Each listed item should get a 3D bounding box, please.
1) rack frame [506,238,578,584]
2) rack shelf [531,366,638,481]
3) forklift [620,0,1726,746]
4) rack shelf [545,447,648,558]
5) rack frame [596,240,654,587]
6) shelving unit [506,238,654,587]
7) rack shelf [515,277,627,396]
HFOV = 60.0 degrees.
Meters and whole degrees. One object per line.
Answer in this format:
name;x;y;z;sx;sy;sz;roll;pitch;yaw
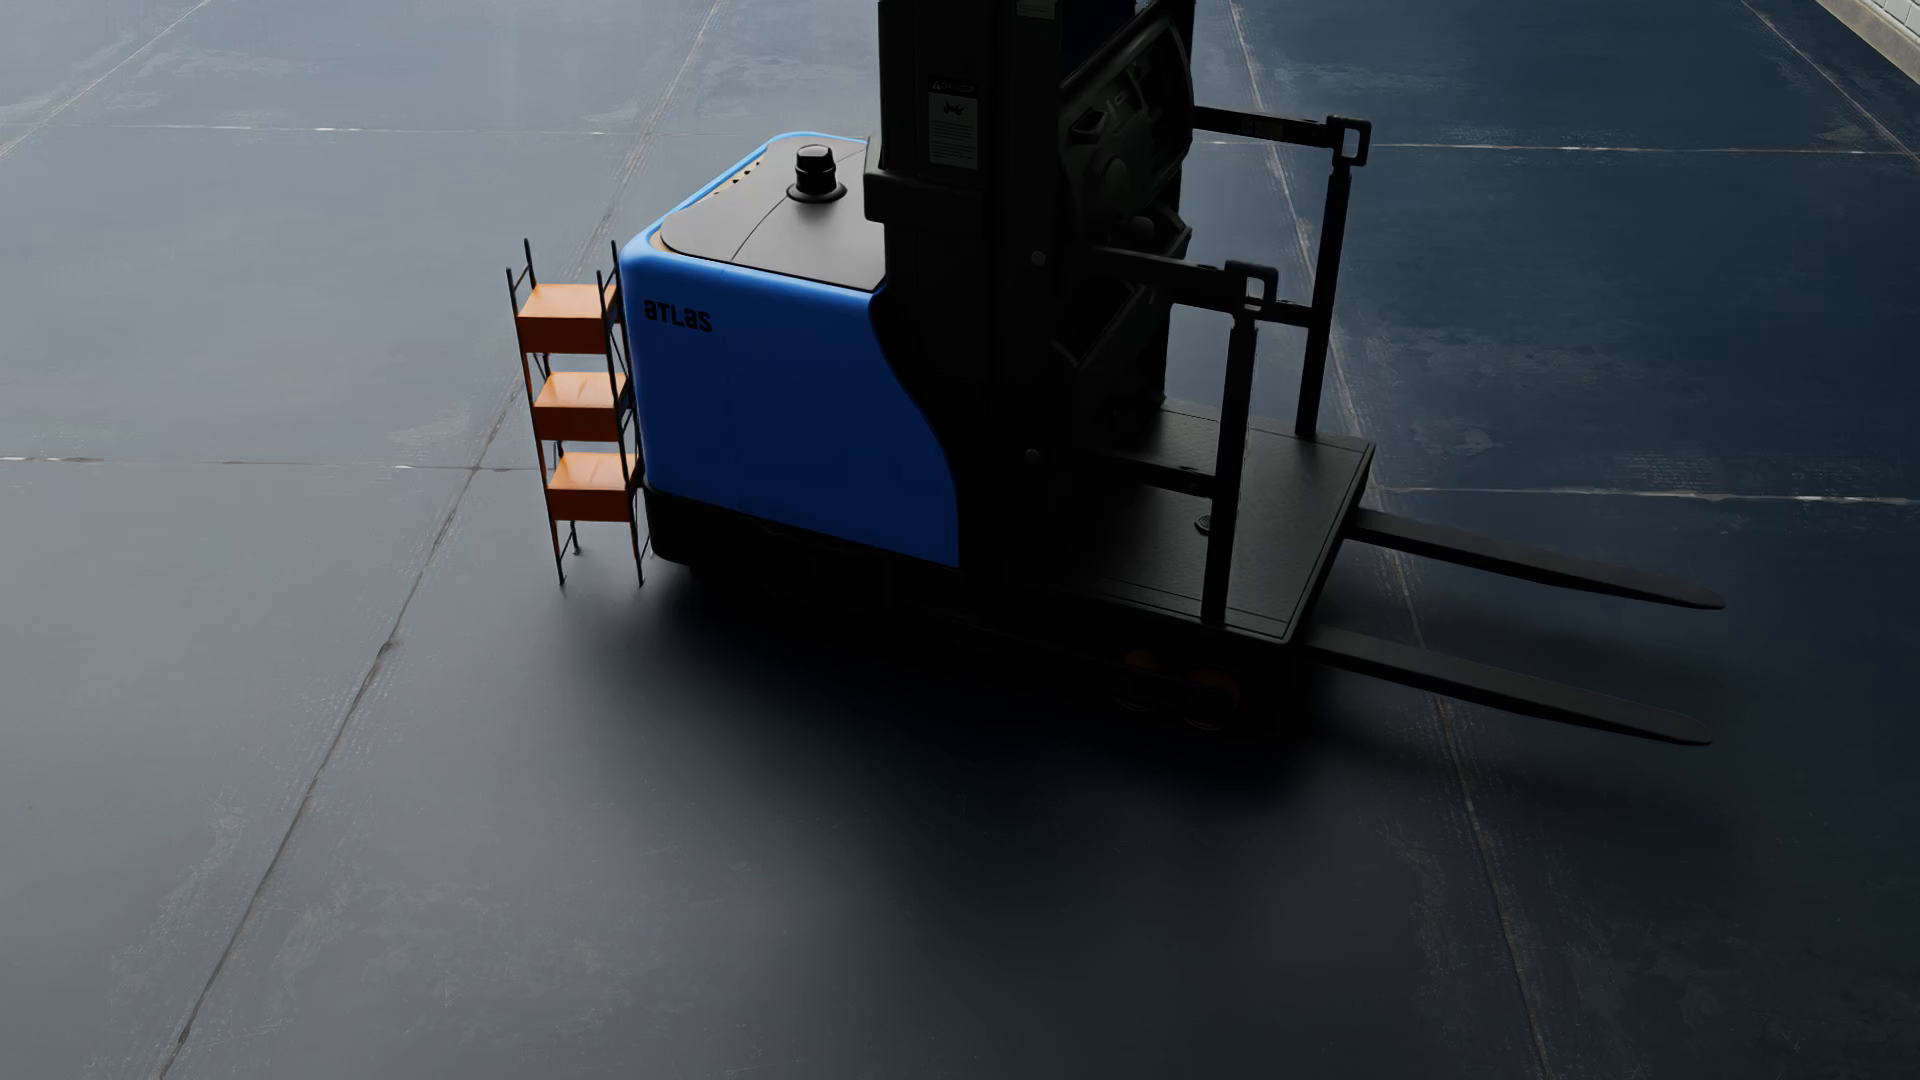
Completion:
rack frame;-1.208;-0.353;4.839;0.008;1.050;0.200;2;35;2
rack shelf;-1.086;-0.340;4.840;0.240;0.259;0.215;2;35;2
forklift;0.615;-1.031;4.168;3.031;2.935;1.130;14;37;19
rack shelf;-1.086;-0.113;5.000;0.240;0.259;0.215;2;35;2
rack frame;-0.964;-0.346;4.829;0.008;1.050;0.200;2;35;2
shelving unit;-1.086;-0.349;4.834;0.252;1.050;0.215;2;35;2
rack shelf;-1.086;-0.573;4.677;0.240;0.259;0.215;2;35;2
